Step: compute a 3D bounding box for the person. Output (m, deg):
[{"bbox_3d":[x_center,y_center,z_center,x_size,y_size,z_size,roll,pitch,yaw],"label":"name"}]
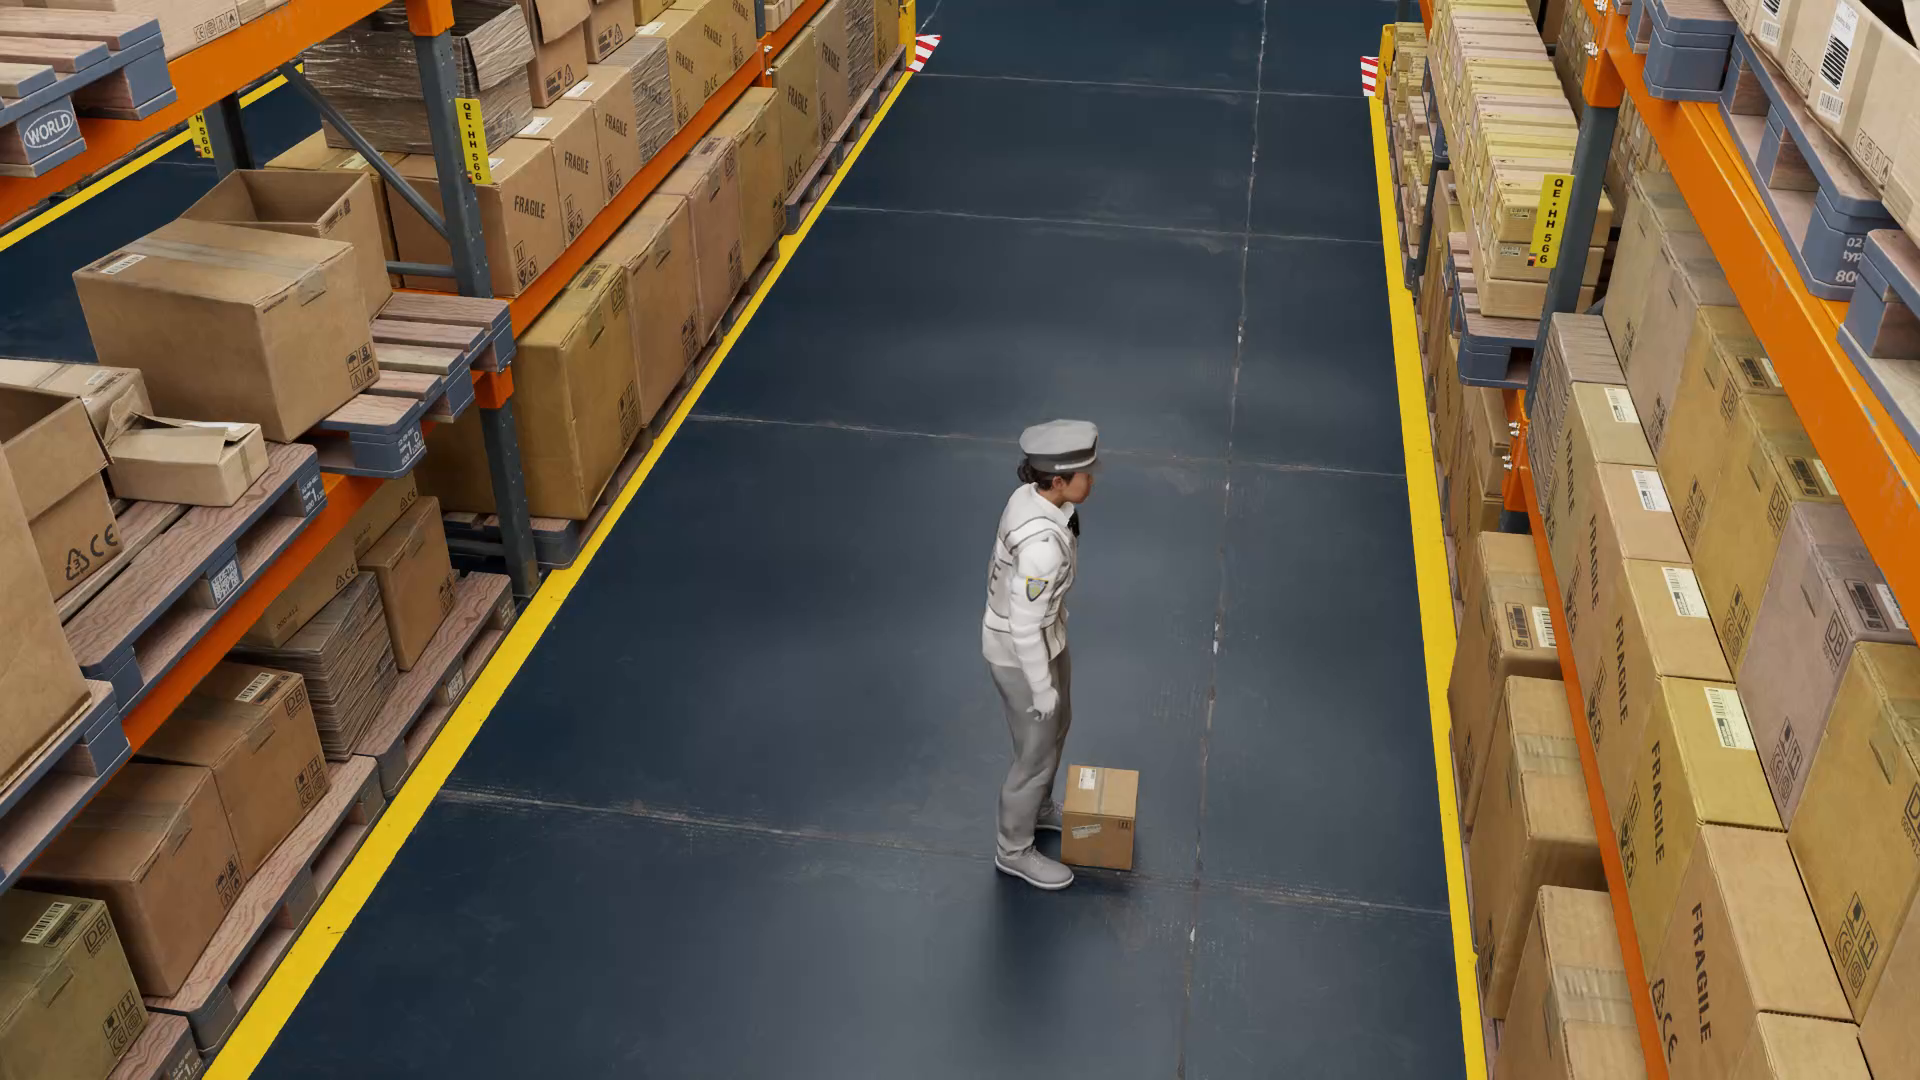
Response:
[{"bbox_3d":[0.279,0.368,5.556,0.412,1.665,0.543,3,33,5],"label":"person"}]
